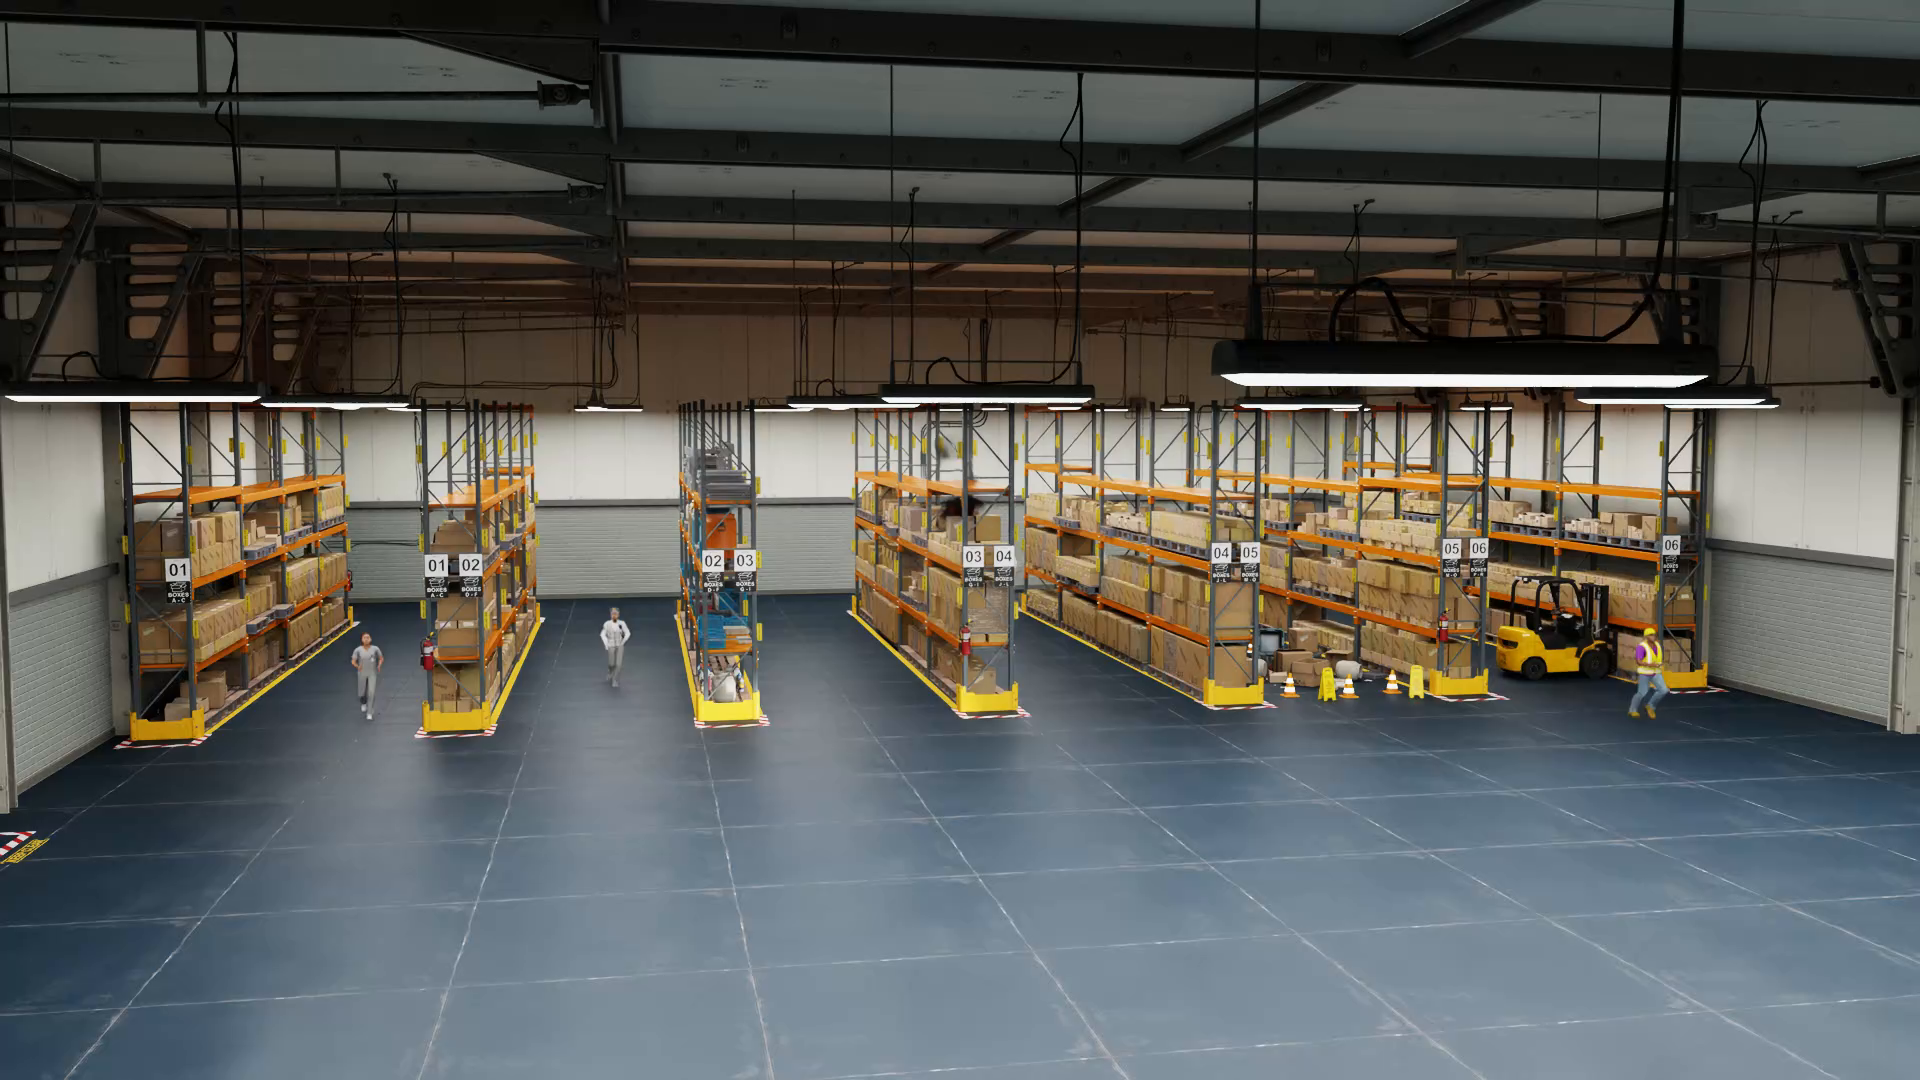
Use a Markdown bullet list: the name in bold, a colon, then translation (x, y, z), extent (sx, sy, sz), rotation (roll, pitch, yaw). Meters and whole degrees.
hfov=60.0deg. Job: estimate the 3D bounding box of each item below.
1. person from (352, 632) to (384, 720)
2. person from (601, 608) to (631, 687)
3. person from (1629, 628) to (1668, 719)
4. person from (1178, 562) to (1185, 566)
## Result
- **person**: translation (-11.154, 2.543, 31.340), extent (0.573, 1.628, 0.758), rotation (-1, 5, -19)
- **person**: translation (-7.268, 2.256, 35.133), extent (0.609, 1.664, 0.585), rotation (-1, 4, -12)
- **person**: translation (12.907, 2.491, 31.068), extent (0.719, 1.725, 0.841), rotation (-1, 4, -15)
- **person**: translation (6.879, 1.030, 51.105), extent (0.595, 1.674, 0.660), rotation (-2, 5, -24)
